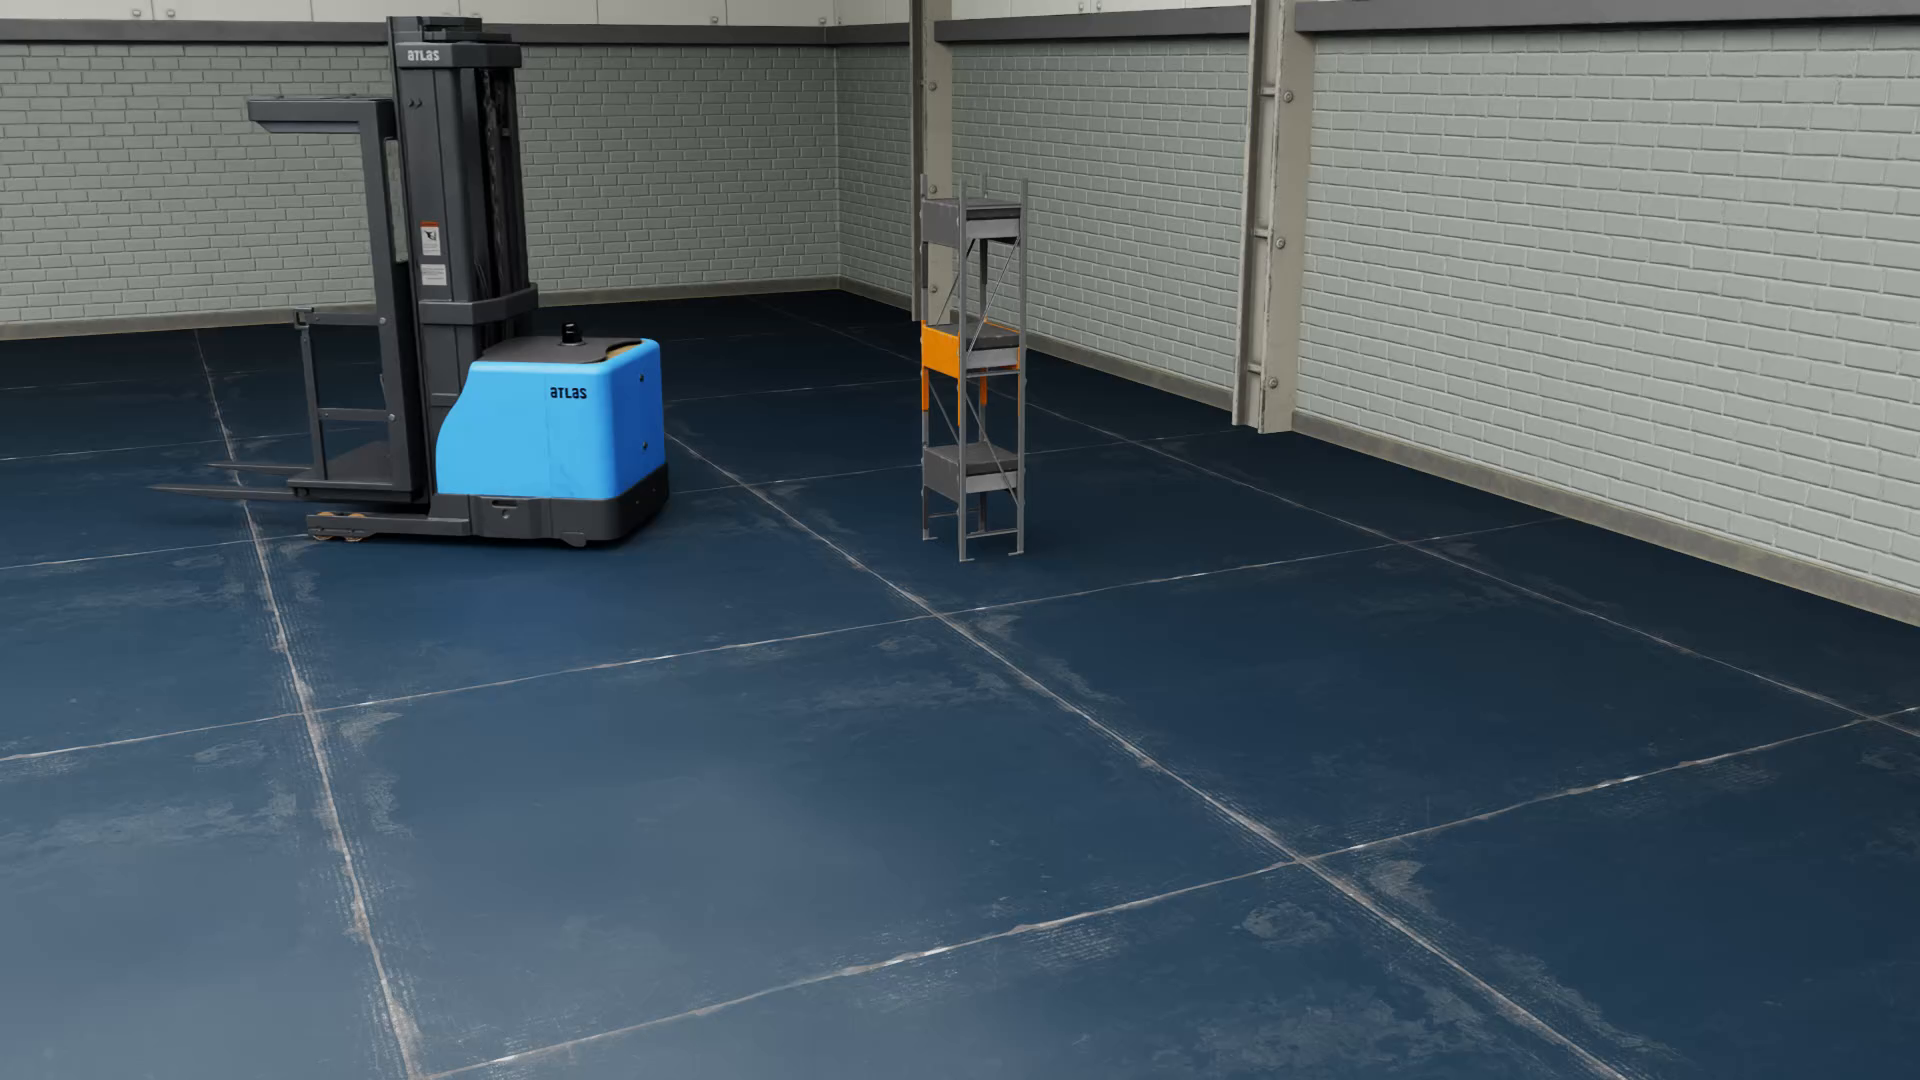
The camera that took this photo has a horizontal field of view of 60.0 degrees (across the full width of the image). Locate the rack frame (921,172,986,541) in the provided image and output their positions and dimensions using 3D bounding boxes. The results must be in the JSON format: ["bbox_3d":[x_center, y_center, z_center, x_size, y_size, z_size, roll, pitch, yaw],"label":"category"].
[{"bbox_3d":[-0.034,-1.029,9.529,0.400,2.100,0.015,-8,18,-25],"label":"rack frame"}]

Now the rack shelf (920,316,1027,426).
[{"bbox_3d":[0.072,-0.955,9.322,0.431,0.518,0.480,-8,18,-25],"label":"rack shelf"}]

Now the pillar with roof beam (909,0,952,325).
[{"bbox_3d":[-4.171,-6.161,14.906,9.100,9.000,0.400,-8,18,-25],"label":"pillar with roof beam"}]

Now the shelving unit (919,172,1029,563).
[{"bbox_3d":[0.072,-0.968,9.318,0.431,2.100,0.503,-8,18,-25],"label":"shelving unit"}]

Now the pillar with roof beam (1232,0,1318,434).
[{"bbox_3d":[-1.543,-4.673,9.721,9.100,9.000,0.400,-8,18,-25],"label":"pillar with roof beam"}]

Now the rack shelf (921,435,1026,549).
[{"bbox_3d":[0.073,-0.282,9.515,0.431,0.518,0.480,-8,18,-25],"label":"rack shelf"}]

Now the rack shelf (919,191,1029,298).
[{"bbox_3d":[0.072,-1.628,9.129,0.431,0.518,0.480,-8,18,-25],"label":"rack shelf"}]

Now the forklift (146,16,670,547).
[{"bbox_3d":[-3.373,-1.538,9.796,3.031,2.935,1.130,2,16,8],"label":"forklift"}]

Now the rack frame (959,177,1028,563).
[{"bbox_3d":[0.179,-0.908,9.107,0.400,2.100,0.015,-8,18,-25],"label":"rack frame"}]
